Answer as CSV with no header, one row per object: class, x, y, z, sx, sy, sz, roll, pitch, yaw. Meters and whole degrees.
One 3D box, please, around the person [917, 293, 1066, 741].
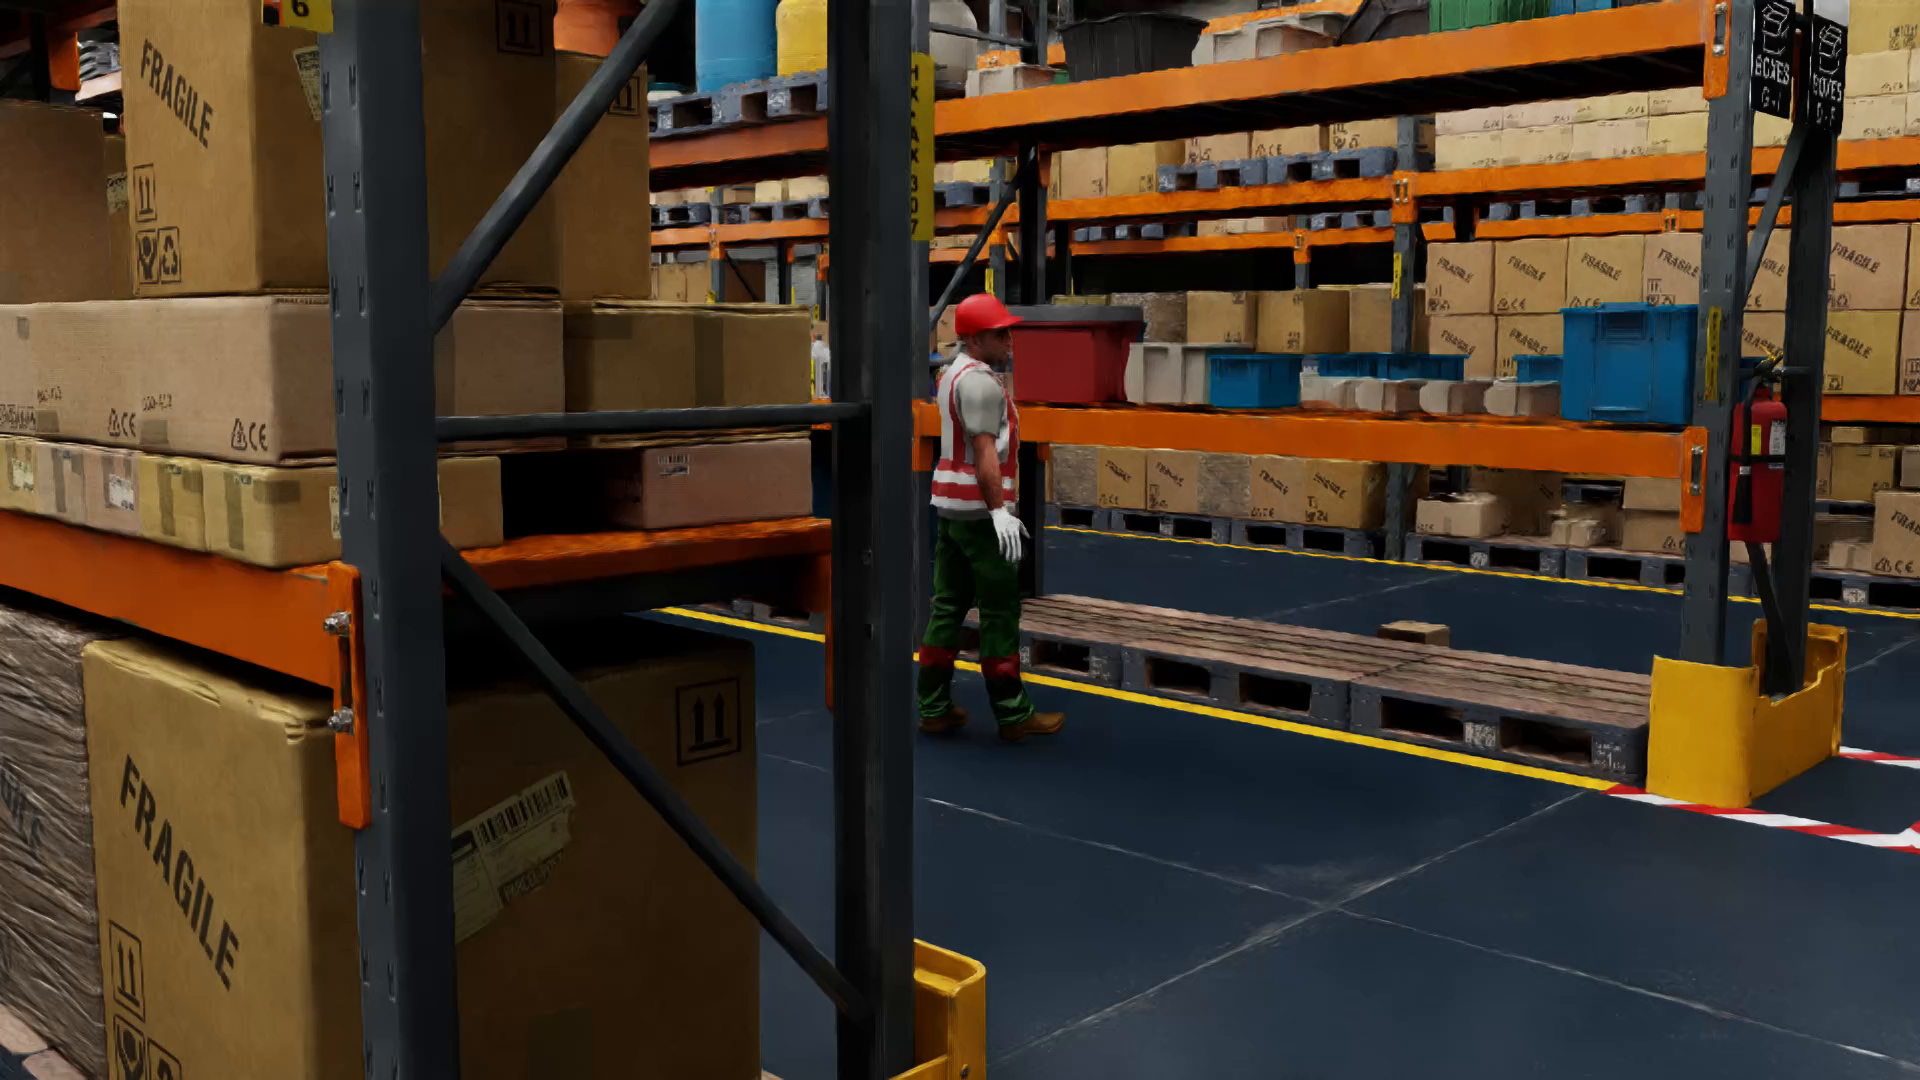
person,0.137,-0.093,6.703,0.569,1.786,0.663,-2,7,-18
